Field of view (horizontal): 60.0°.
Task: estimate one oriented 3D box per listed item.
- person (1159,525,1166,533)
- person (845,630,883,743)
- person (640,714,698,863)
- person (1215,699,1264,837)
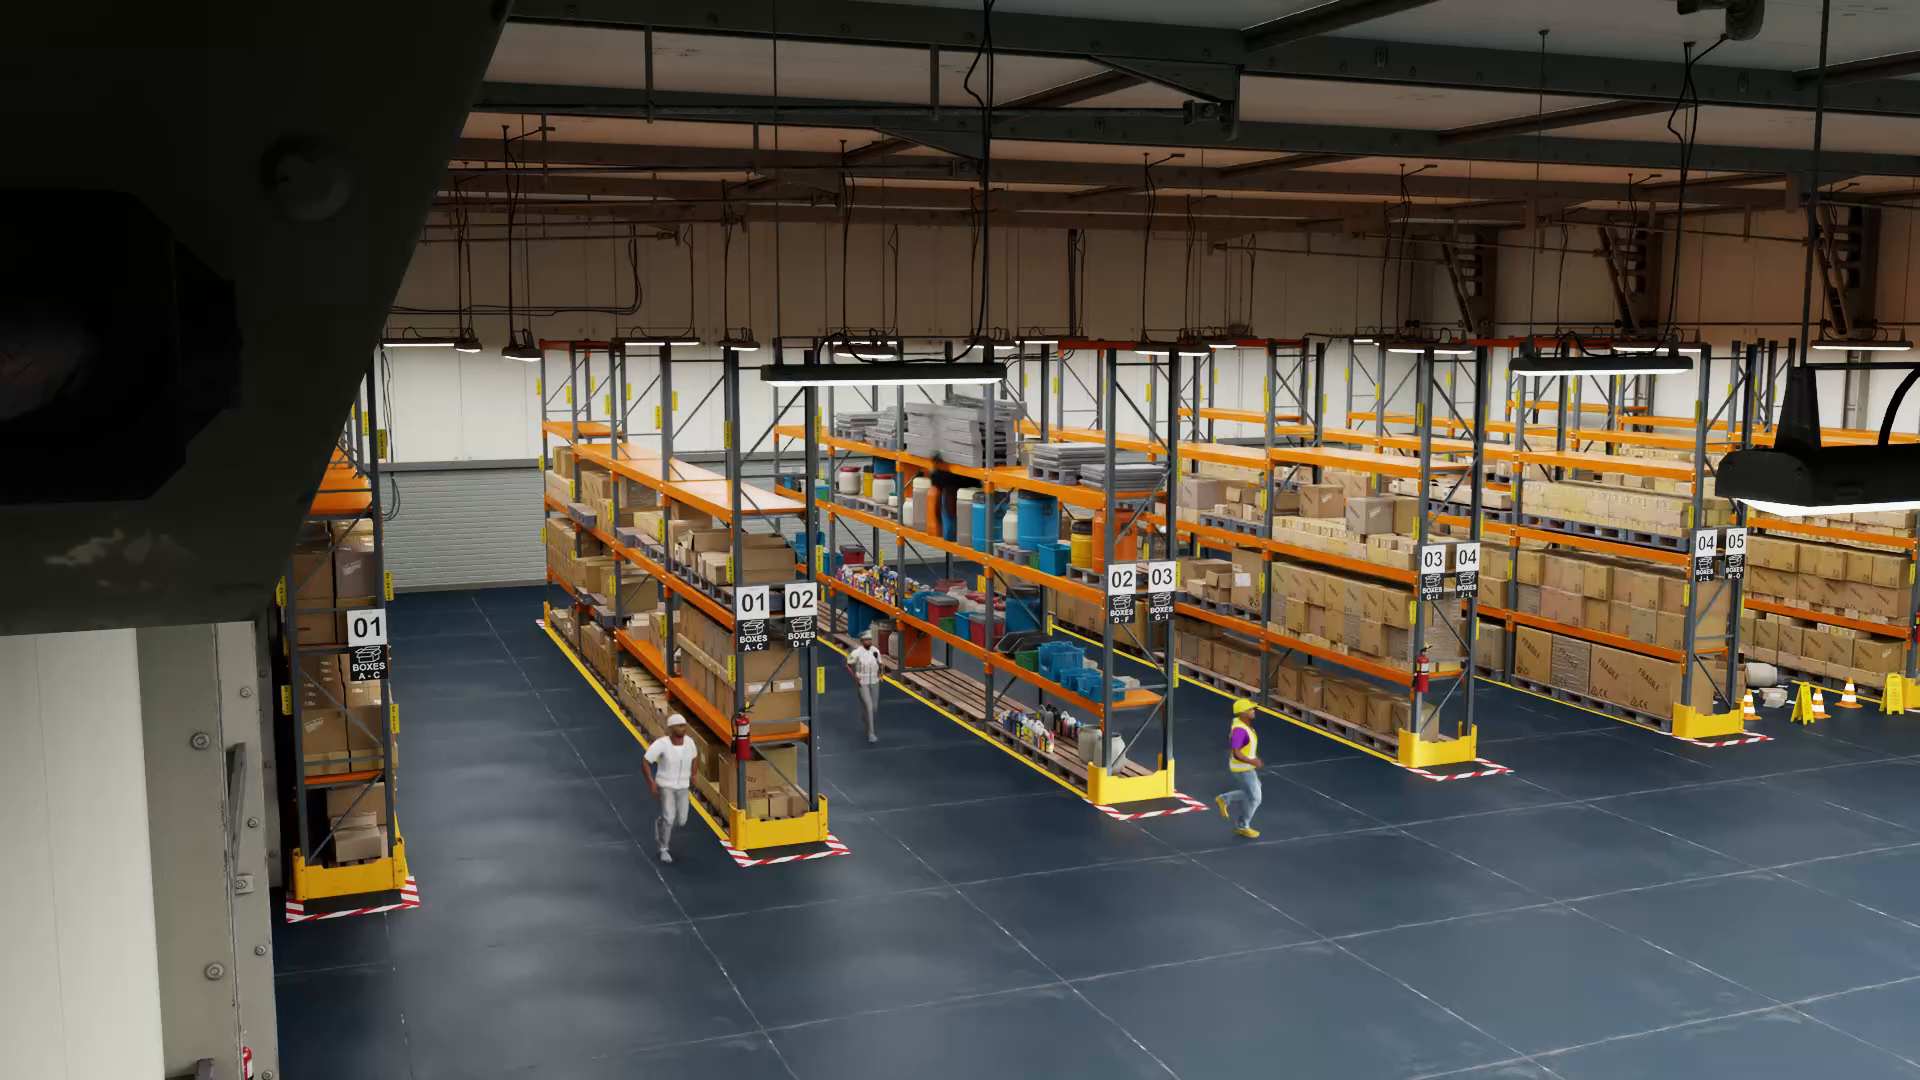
[{"bbox_3d":[5.179,0.156,41.473,0.663,1.674,0.627,-5,9,-32],"label":"person"},{"bbox_3d":[-1.447,2.197,25.455,0.585,1.695,0.727,-4,8,-28],"label":"person"},{"bbox_3d":[-3.454,2.926,19.874,0.748,1.722,0.598,-6,9,-38],"label":"person"},{"bbox_3d":[3.470,2.816,20.622,0.584,1.727,0.747,1,8,9],"label":"person"}]
